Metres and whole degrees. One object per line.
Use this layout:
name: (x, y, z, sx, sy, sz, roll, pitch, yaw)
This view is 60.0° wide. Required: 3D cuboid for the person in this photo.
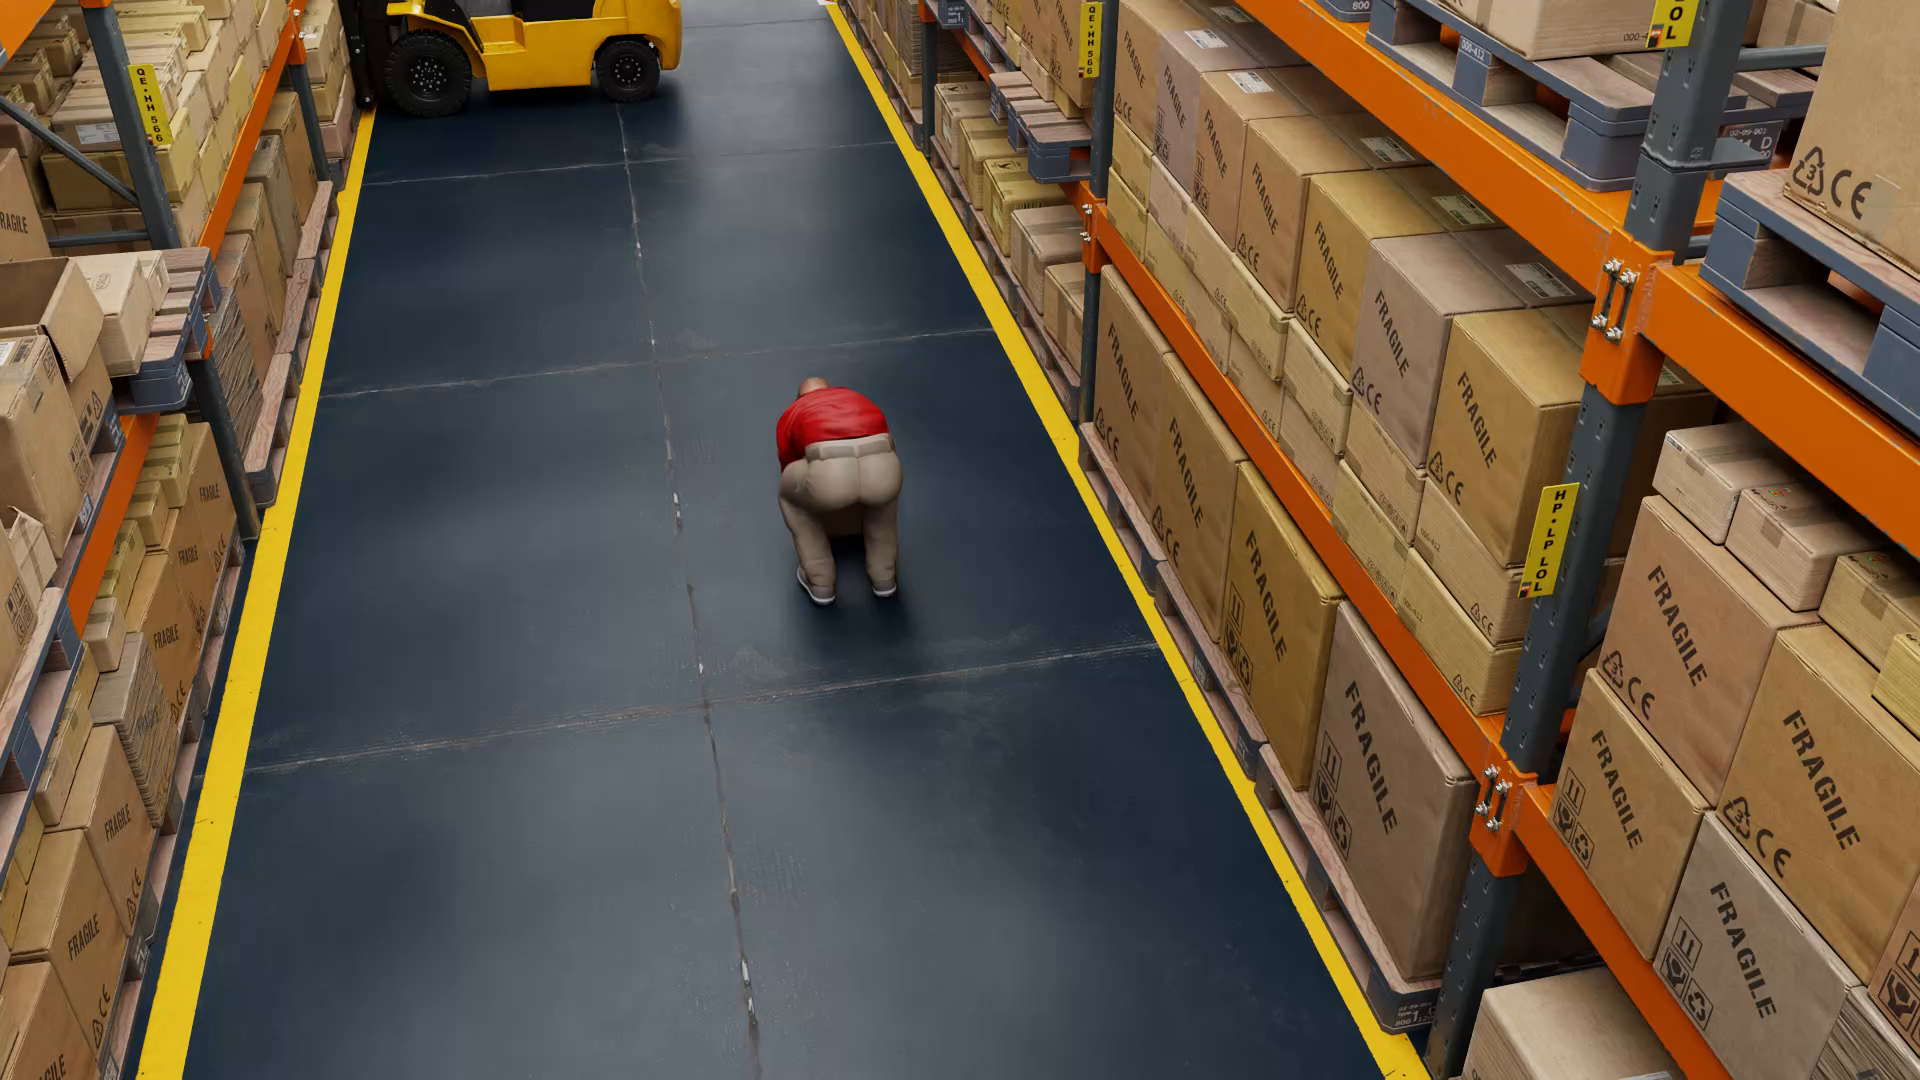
person: (-0.539, -0.260, 7.301, 0.543, 0.884, 0.956, -9, 35, -13)
